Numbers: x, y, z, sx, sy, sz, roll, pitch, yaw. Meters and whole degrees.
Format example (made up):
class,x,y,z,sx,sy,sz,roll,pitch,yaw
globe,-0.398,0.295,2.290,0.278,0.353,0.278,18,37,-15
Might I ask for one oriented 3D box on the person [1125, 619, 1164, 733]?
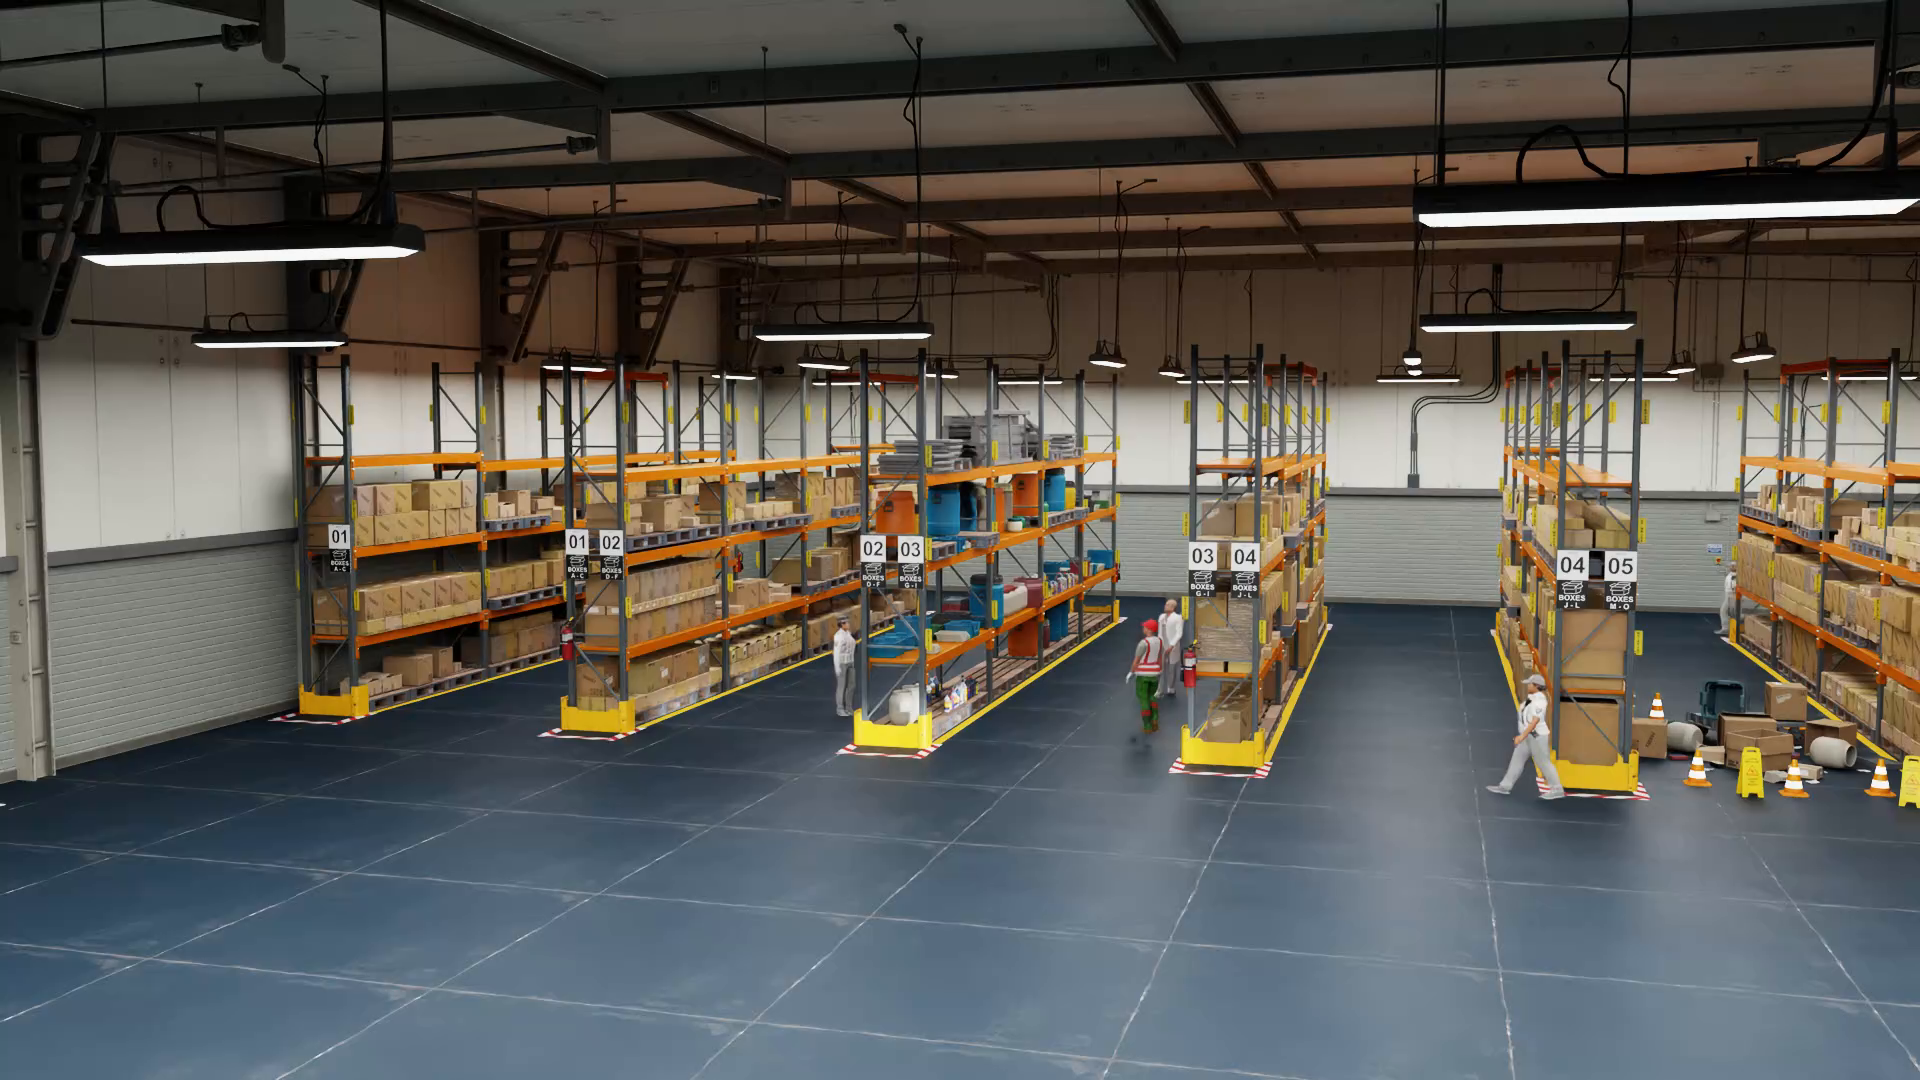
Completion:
class,x,y,z,sx,sy,sz,roll,pitch,yaw
person,2.920,2.147,26.190,0.635,1.811,0.468,-2,5,-22

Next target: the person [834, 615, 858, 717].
class,x,y,z,sx,sy,sz,roll,pitch,yaw
person,-1.922,2.116,27.692,0.341,1.763,0.558,2,5,28

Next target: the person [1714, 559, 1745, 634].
class,x,y,z,sx,sy,sz,roll,pitch,yaw
person,17.614,1.289,37.750,0.859,1.723,0.563,1,4,12

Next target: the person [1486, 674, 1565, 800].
class,x,y,z,sx,sy,sz,roll,pitch,yaw
person,7.382,2.553,21.638,0.948,1.612,0.571,1,4,10

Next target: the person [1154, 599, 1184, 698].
class,x,y,z,sx,sy,sz,roll,pitch,yaw
person,3.671,1.912,29.369,0.544,1.711,1.125,1,4,13
